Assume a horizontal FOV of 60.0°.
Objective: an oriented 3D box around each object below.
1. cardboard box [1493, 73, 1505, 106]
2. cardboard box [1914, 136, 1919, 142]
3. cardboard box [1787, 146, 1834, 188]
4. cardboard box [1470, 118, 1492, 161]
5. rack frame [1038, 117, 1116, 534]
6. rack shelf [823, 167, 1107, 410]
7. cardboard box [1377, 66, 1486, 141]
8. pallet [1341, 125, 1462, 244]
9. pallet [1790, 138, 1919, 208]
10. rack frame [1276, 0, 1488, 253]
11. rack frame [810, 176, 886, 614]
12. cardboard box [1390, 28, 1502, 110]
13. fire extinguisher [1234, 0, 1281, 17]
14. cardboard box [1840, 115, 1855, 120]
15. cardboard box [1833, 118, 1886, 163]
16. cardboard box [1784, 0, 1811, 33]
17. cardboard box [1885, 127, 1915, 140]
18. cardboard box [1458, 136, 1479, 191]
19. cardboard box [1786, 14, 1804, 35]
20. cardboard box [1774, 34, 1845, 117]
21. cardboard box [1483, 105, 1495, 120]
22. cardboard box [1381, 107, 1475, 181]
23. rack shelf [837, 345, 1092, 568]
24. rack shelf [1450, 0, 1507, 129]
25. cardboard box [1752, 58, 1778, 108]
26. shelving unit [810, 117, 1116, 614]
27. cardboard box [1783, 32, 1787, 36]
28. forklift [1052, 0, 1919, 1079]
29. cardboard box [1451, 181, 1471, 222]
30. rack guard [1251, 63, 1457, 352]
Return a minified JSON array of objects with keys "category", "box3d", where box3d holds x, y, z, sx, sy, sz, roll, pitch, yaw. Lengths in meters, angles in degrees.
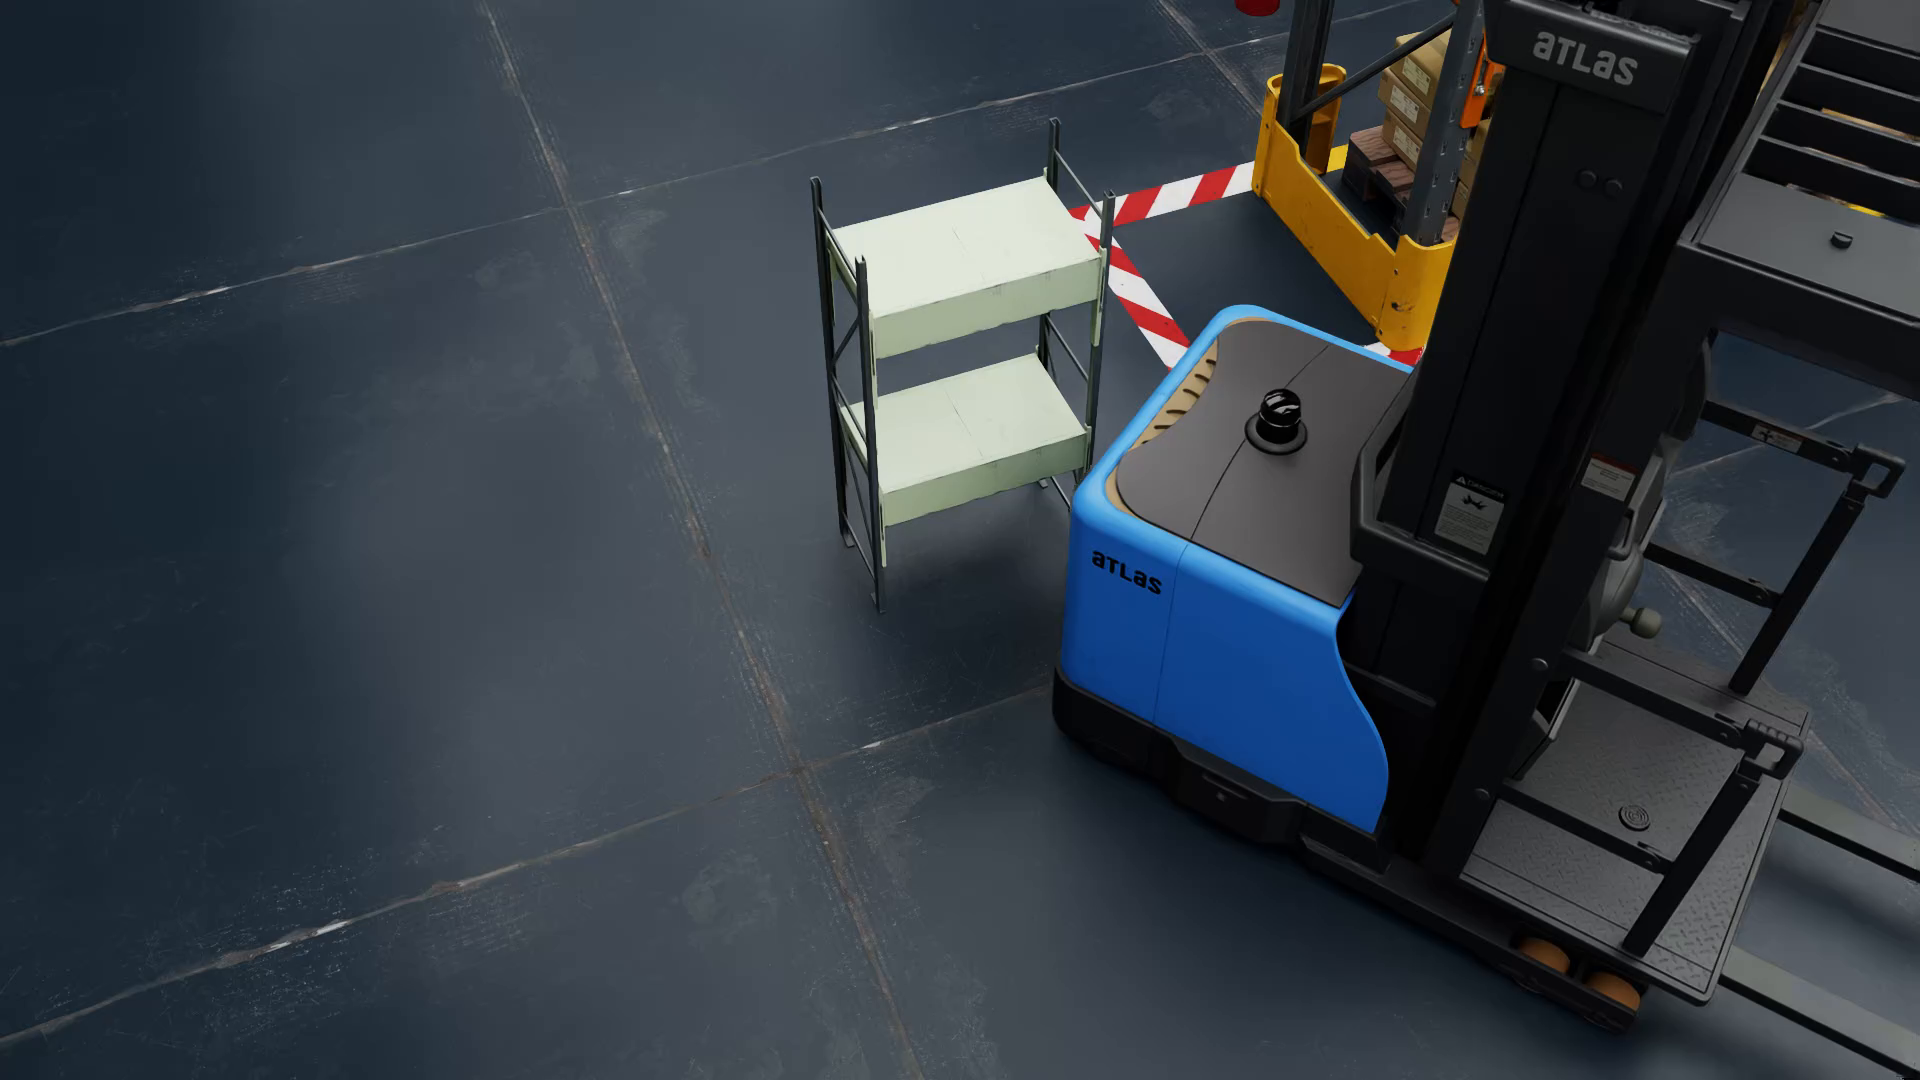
[{"category":"cardboard box","box3d":[2.170,-1.884,6.601,0.250,0.149,0.380,-16,51,-14]},{"category":"cardboard box","box3d":[4.032,-1.827,6.944,0.250,0.149,0.380,-17,52,-14]},{"category":"cardboard box","box3d":[3.307,-1.609,6.757,0.250,0.149,0.380,-20,52,-16]},{"category":"cardboard box","box3d":[2.134,-1.434,6.214,0.250,0.149,0.380,-19,52,-16]},{"category":"rack frame","box3d":[0.345,-0.596,5.273,0.023,1.500,0.400,-17,52,-14]},{"category":"rack shelf","box3d":[0.006,-0.745,4.887,0.720,0.370,0.431,-17,52,-14]},{"category":"cardboard box","box3d":[1.902,-1.777,6.705,0.250,0.149,0.380,-18,52,-15]},{"category":"pallet","box3d":[2.357,-1.442,6.849,1.213,0.211,1.003,-17,52,-14]},{"category":"pallet","box3d":[3.484,-1.789,7.147,1.213,0.211,1.003,-17,52,-14]},{"category":"rack frame","box3d":[1.521,-2.120,5.594,0.127,3.000,1.000,-17,52,-14]},{"category":"rack frame","box3d":[-0.333,-0.386,5.093,0.023,1.500,0.400,-17,52,-14]},{"category":"cardboard box","box3d":[1.915,-1.852,6.573,0.250,0.149,0.380,-17,51,-14]},{"category":"fire extinguisher","box3d":[1.113,-2.225,5.981,0.183,0.674,0.296,-17,52,-14]},{"category":"cardboard box","box3d":[3.549,-1.884,6.797,0.250,0.149,0.380,-15,51,-13]},{"category":"cardboard box","box3d":[3.554,-1.707,6.841,0.250,0.149,0.380,-17,52,-14]},{"category":"cardboard box","box3d":[3.370,-2.286,6.946,0.250,0.149,0.380,-17,51,-14]},{"category":"cardboard box","box3d":[3.765,-1.799,6.920,0.250,0.149,0.380,-16,51,-14]},{"category":"cardboard box","box3d":[2.103,-1.395,6.377,0.250,0.149,0.380,-15,51,-13]},{"category":"cardboard box","box3d":[3.542,-1.965,6.670,0.250,0.149,0.380,-17,51,-14]},{"category":"cardboard box","box3d":[3.345,-1.825,6.550,0.250,0.149,0.380,-16,51,-14]},{"category":"cardboard box","box3d":[2.164,-1.814,6.737,0.250,0.149,0.380,-18,52,-15]},{"category":"cardboard box","box3d":[1.929,-1.626,6.771,0.250,0.149,0.380,-16,51,-14]},{"category":"rack shelf","box3d":[0.006,-0.278,5.430,0.720,0.370,0.431,-17,52,-14]},{"category":"rack shelf","box3d":[3.372,-2.460,6.359,4.000,0.370,1.077,-17,52,-14]},{"category":"cardboard box","box3d":[3.084,-1.782,6.513,0.250,0.149,0.380,-15,51,-13]},{"category":"shelving unit","box3d":[0.006,-0.491,5.183,0.755,1.500,0.431,-17,52,-14]},{"category":"cardboard box","box3d":[3.345,-2.244,7.106,0.250,0.149,0.380,-17,51,-14]},{"category":"forklift","box3d":[1.806,-0.074,3.882,3.031,2.935,1.130,26,54,20]},{"category":"cardboard box","box3d":[2.127,-1.254,6.452,0.250,0.149,0.380,-16,51,-14]},{"category":"rack guard","box3d":[1.591,-1.328,6.561,0.348,0.500,1.175,-17,52,-14]}]
